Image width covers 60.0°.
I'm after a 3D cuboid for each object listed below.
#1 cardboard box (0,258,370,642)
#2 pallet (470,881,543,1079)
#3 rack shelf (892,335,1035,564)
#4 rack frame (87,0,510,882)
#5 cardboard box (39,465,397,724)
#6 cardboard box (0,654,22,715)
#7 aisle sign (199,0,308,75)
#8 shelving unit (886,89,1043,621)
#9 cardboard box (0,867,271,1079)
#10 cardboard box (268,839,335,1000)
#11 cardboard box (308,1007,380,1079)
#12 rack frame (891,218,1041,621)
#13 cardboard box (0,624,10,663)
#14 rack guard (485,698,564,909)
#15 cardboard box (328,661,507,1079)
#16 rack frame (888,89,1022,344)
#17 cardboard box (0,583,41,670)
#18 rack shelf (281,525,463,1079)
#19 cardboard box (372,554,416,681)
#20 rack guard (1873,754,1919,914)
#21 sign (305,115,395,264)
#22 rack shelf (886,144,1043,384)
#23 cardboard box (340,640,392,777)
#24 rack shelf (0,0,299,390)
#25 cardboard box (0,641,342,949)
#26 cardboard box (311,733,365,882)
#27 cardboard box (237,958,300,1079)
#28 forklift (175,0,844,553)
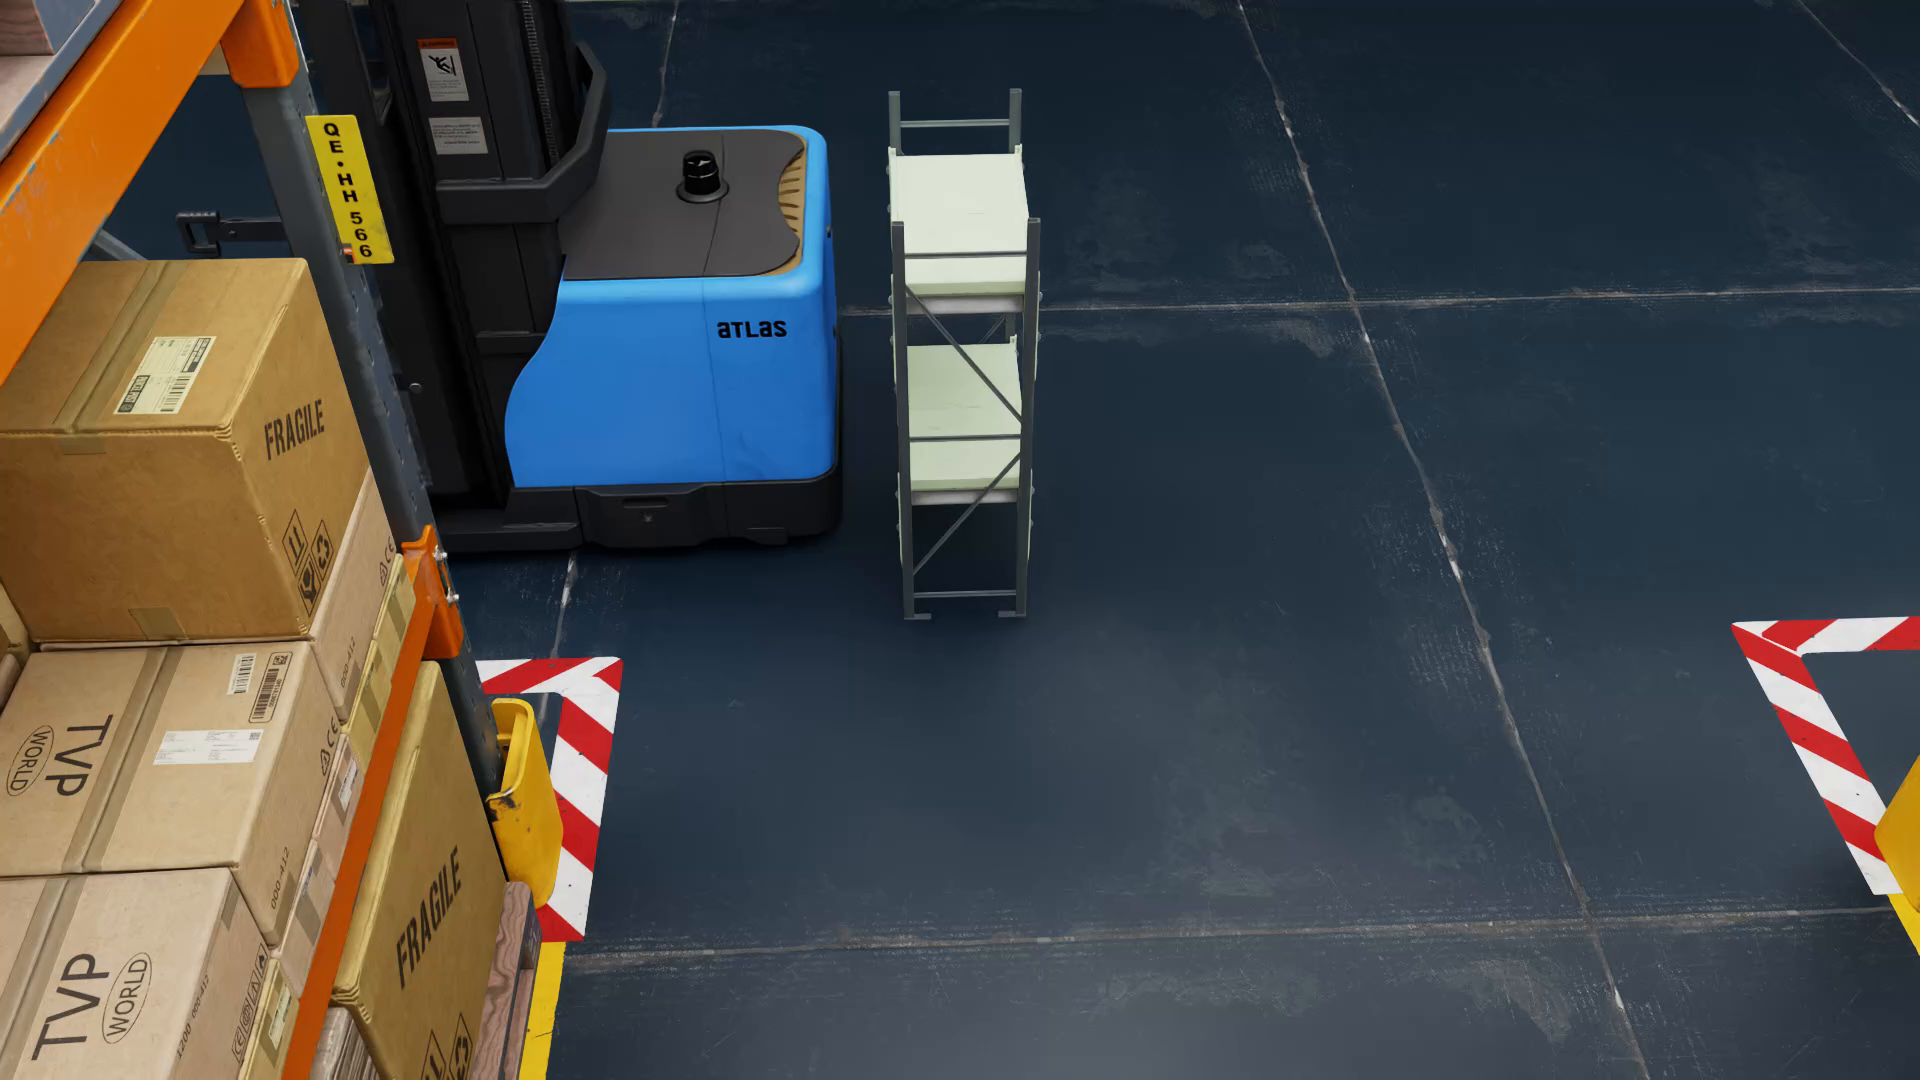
[{"bbox_3d":[-1.448,-0.167,3.048,0.500,0.500,0.500,-1,43,-1],"label":"cardboard box"},{"bbox_3d":[-1.619,1.408,4.057,1.003,0.211,1.213,-2,43,-2],"label":"pallet"},{"bbox_3d":[0.000,-0.308,5.459,0.431,0.370,0.720,-2,43,-2],"label":"rack shelf"},{"bbox_3d":[-1.731,-0.157,3.702,1.000,3.000,0.127,-2,43,-2],"label":"rack frame"},{"bbox_3d":[-1.445,0.108,3.303,0.500,0.250,0.500,-2,43,-2],"label":"cardboard box"},{"bbox_3d":[-1.952,0.471,2.907,0.500,0.250,0.500,-2,43,-2],"label":"cardboard box"},{"bbox_3d":[-1.434,-1.173,2.885,0.394,0.787,0.004,-2,43,-2],"label":"aisle sign"},{"bbox_3d":[0.000,-0.548,5.238,0.431,1.500,0.755,-2,43,-2],"label":"shelving unit"},{"bbox_3d":[-1.403,0.794,2.555,0.500,0.250,0.500,-3,43,-3],"label":"cardboard box"},{"bbox_3d":[-1.355,0.681,2.973,0.380,0.149,0.250,-1,43,-1],"label":"cardboard box"},{"bbox_3d":[-1.585,1.515,3.138,0.875,0.875,0.875,-2,43,-2],"label":"cardboard box"},{"bbox_3d":[0.016,-0.301,4.969,0.400,1.500,0.023,-2,43,-2],"label":"rack frame"},{"bbox_3d":[-1.959,0.181,2.668,0.500,0.500,0.500,-3,43,-3],"label":"cardboard box"},{"bbox_3d":[-1.732,0.748,4.564,1.175,0.500,0.348,-2,43,-2],"label":"rack guard"},{"bbox_3d":[-1.624,0.901,3.809,0.875,0.875,0.875,-2,43,-2],"label":"cardboard box"},{"bbox_3d":[-0.015,-0.795,5.508,0.400,1.500,0.023,-2,43,-2],"label":"rack frame"},{"bbox_3d":[-1.980,0.120,3.290,0.500,0.250,0.500,-3,43,-3],"label":"cardboard box"},{"bbox_3d":[-1.646,1.458,2.472,1.077,0.370,4.000,-2,43,-2],"label":"rack shelf"},{"bbox_3d":[-1.387,0.166,3.534,0.380,0.149,0.250,-1,43,-1],"label":"cardboard box"},{"bbox_3d":[3.232,0.742,4.571,1.175,0.500,0.348,-2,43,-2],"label":"rack guard"},{"bbox_3d":[-1.188,-0.677,3.237,0.100,0.325,0.005,-2,43,-2],"label":"sign"},{"bbox_3d":[0.000,-0.836,4.975,0.431,0.370,0.720,-2,43,-2],"label":"rack shelf"},{"bbox_3d":[-1.374,0.342,3.343,0.380,0.149,0.250,-1,43,-1],"label":"cardboard box"},{"bbox_3d":[-1.646,0.353,1.458,1.077,0.370,4.000,-2,43,-2],"label":"rack shelf"},{"bbox_3d":[-1.424,0.451,2.929,0.500,0.250,0.500,-2,43,-3],"label":"cardboard box"},{"bbox_3d":[-1.365,0.512,3.157,0.380,0.149,0.250,-2,43,-2],"label":"cardboard box"},{"bbox_3d":[-1.342,0.856,2.782,0.380,0.149,0.250,-3,43,-3],"label":"cardboard box"},{"bbox_3d":[-1.941,-1.355,5.060,3.031,2.935,1.130,-2,43,-2],"label":"forklift"}]
